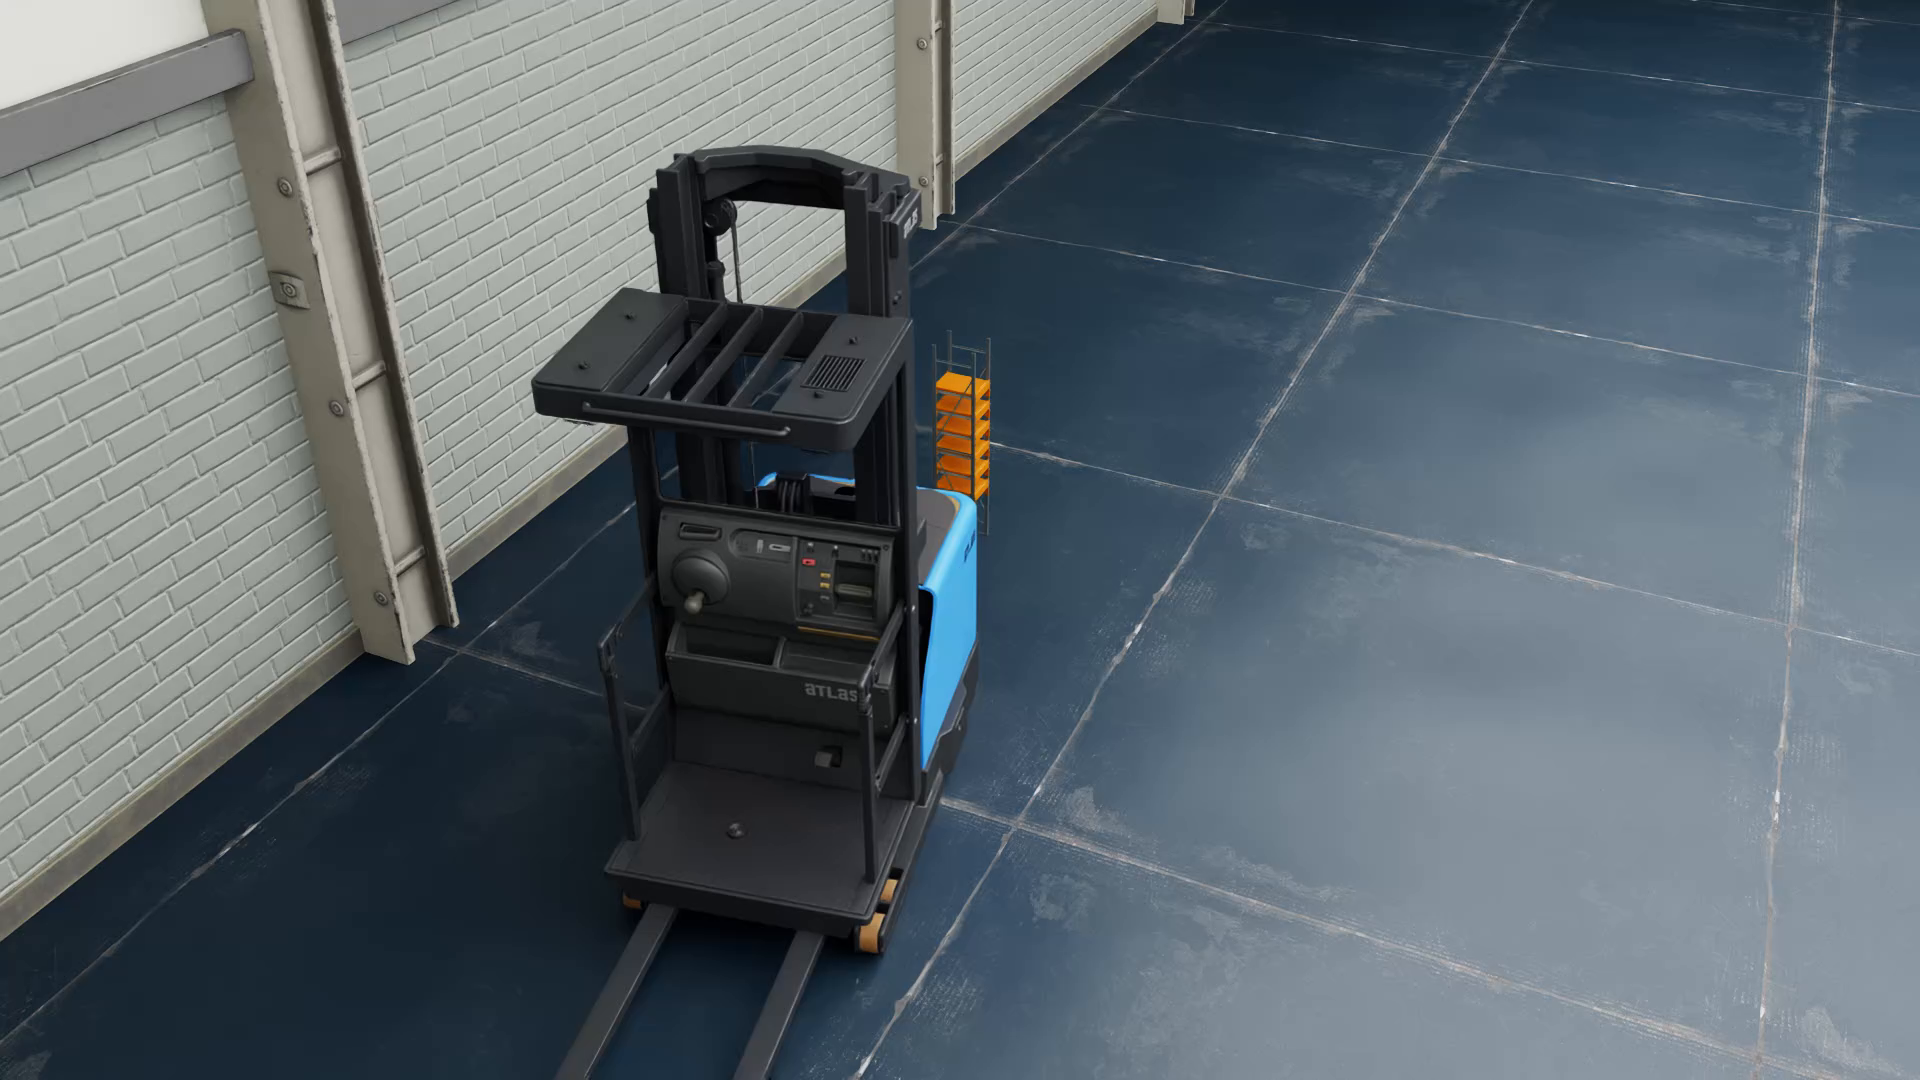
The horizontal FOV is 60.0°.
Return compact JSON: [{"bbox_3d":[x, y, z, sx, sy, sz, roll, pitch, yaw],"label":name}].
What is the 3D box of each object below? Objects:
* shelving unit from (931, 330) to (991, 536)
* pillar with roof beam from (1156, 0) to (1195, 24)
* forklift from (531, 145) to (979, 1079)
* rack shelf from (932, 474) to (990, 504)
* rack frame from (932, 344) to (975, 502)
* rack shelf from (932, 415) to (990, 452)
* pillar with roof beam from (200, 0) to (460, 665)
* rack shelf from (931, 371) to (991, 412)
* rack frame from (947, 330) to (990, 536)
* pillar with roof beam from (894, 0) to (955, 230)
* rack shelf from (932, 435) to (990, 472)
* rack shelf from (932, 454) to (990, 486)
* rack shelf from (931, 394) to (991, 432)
[{"bbox_3d":[0.006,-0.509,8.800,0.258,1.200,0.189,14,36,20],"label":"shelving unit"},{"bbox_3d":[6.161,-8.270,13.524,9.100,9.000,0.400,14,36,20],"label":"pillar with roof beam"},{"bbox_3d":[-0.758,0.184,6.164,1.130,2.935,3.031,8,34,11],"label":"forklift"},{"bbox_3d":[0.006,-0.271,8.956,0.258,0.103,0.180,14,36,20],"label":"rack shelf"},{"bbox_3d":[-0.032,-0.463,8.731,0.240,1.200,0.006,14,36,20],"label":"rack frame"},{"bbox_3d":[0.006,-0.572,8.759,0.258,0.103,0.180,14,36,20],"label":"rack shelf"},{"bbox_3d":[1.140,-2.293,4.409,9.100,9.000,0.400,14,36,20],"label":"pillar with roof beam"},{"bbox_3d":[0.006,-0.773,8.627,0.258,0.103,0.180,14,36,20],"label":"rack shelf"},{"bbox_3d":[0.044,-0.555,8.870,0.240,1.200,0.006,14,36,20],"label":"rack frame"},{"bbox_3d":[3.651,-5.282,8.967,9.100,9.000,0.400,14,36,20],"label":"pillar with roof beam"},{"bbox_3d":[0.006,-0.472,8.825,0.258,0.103,0.180,14,36,20],"label":"rack shelf"},{"bbox_3d":[0.006,-0.371,8.891,0.258,0.103,0.180,14,36,20],"label":"rack shelf"},{"bbox_3d":[0.006,-0.673,8.693,0.258,0.103,0.180,14,36,20],"label":"rack shelf"}]
